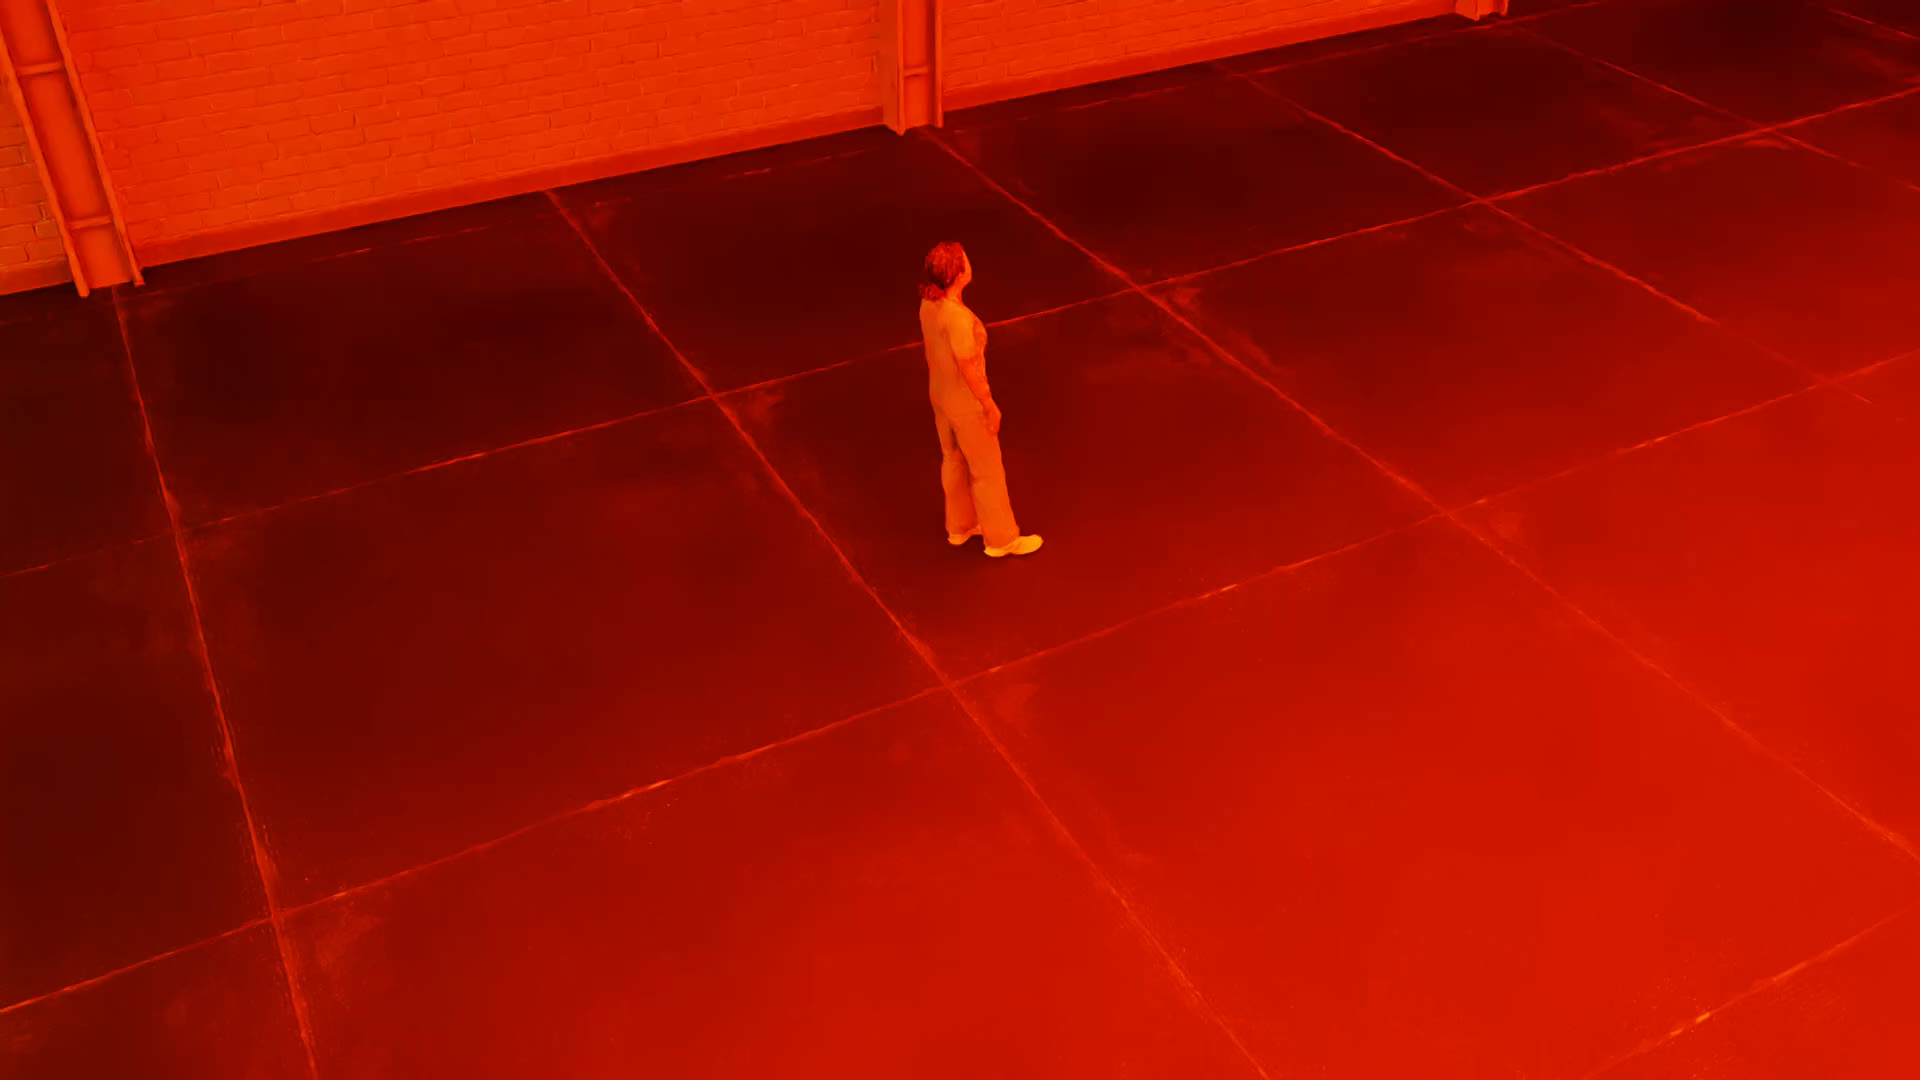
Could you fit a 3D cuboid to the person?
[{"bbox_3d":[0.072,-0.703,8.193,0.548,1.674,0.550,-17,39,-23],"label":"person"}]
